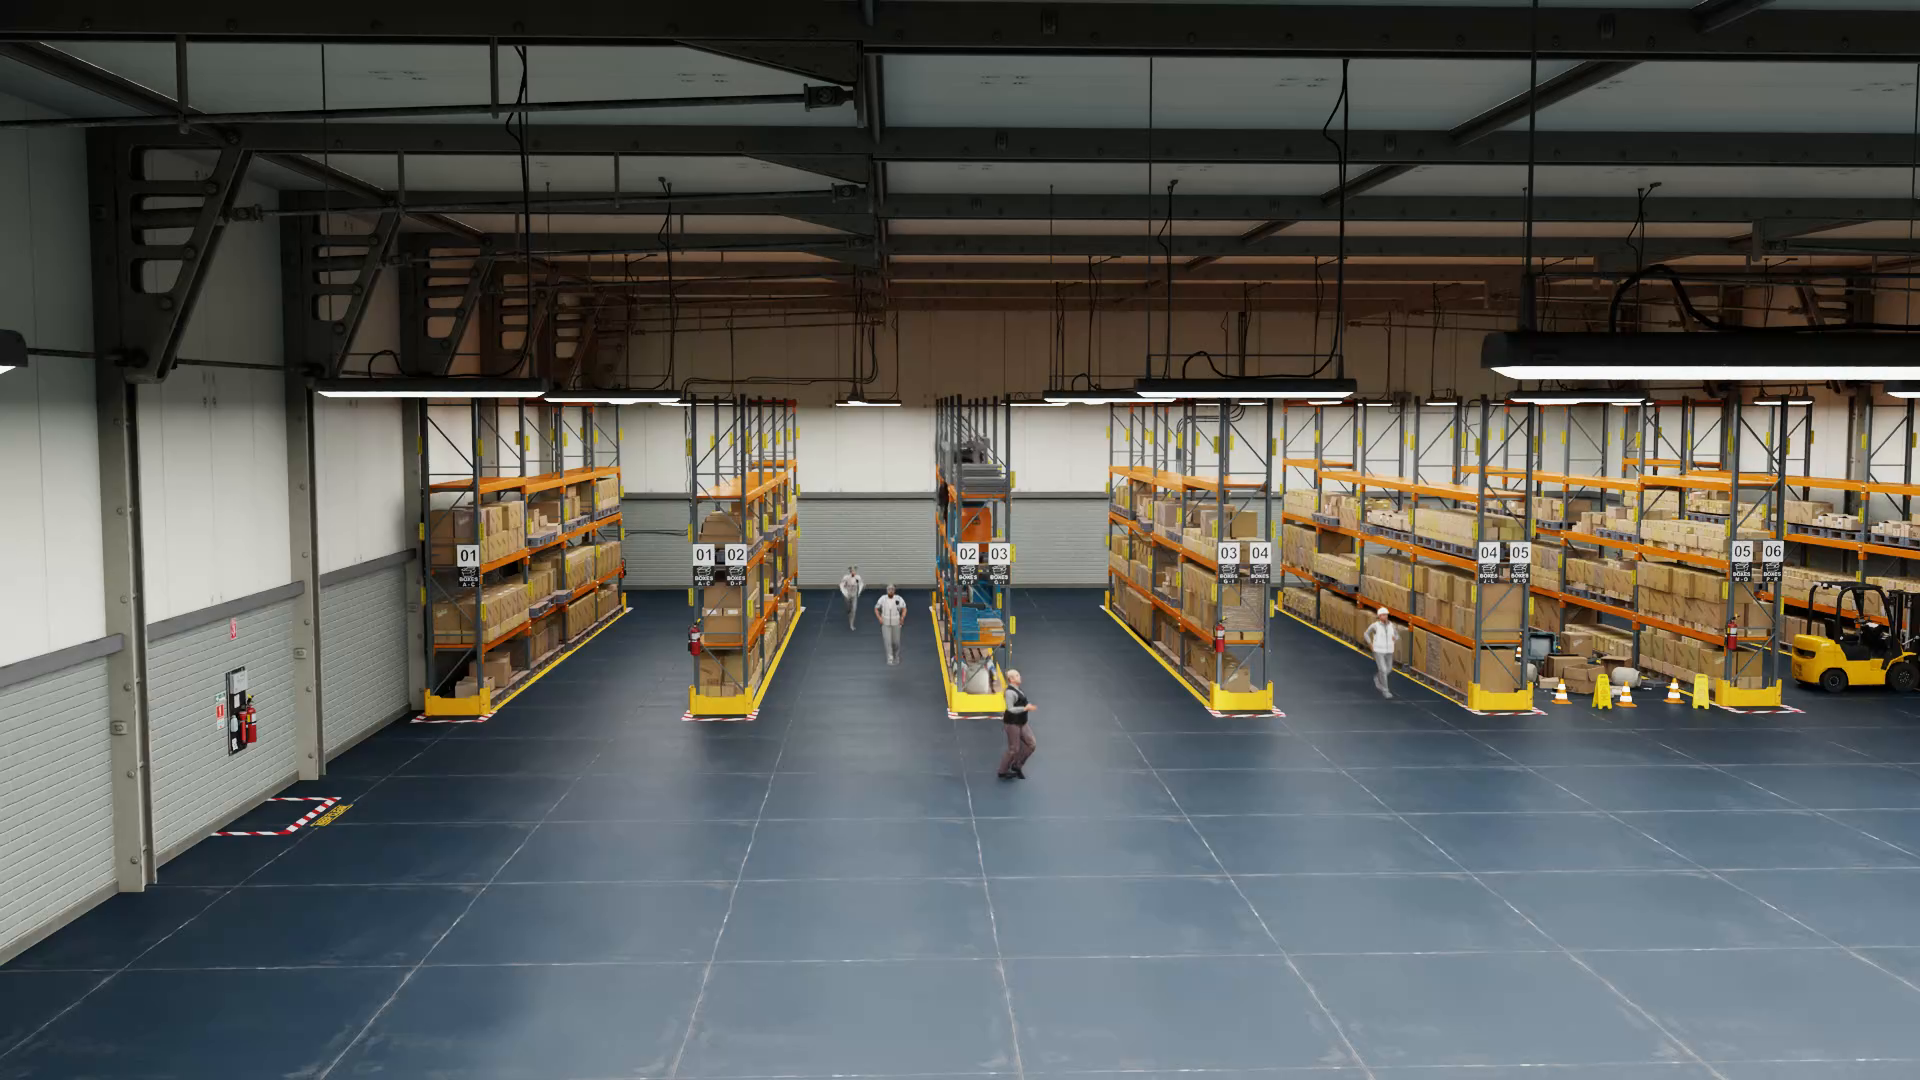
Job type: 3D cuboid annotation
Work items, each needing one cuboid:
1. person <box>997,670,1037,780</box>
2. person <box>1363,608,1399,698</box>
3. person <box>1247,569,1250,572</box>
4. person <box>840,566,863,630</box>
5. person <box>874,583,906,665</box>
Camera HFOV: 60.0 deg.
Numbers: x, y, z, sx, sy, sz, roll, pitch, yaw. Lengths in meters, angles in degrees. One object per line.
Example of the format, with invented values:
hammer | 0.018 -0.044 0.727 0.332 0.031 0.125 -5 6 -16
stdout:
person | 0.899 2.861 25.590 0.669 1.738 0.640 2 5 20
person | 8.424 2.218 33.116 0.662 1.749 0.961 -1 5 -14
person | 7.901 1.102 47.764 0.717 1.715 0.519 4 6 41
person | -2.842 1.491 43.585 0.620 1.681 0.948 -1 5 -7
person | -1.485 1.789 35.380 0.683 1.790 0.557 0 4 -2
